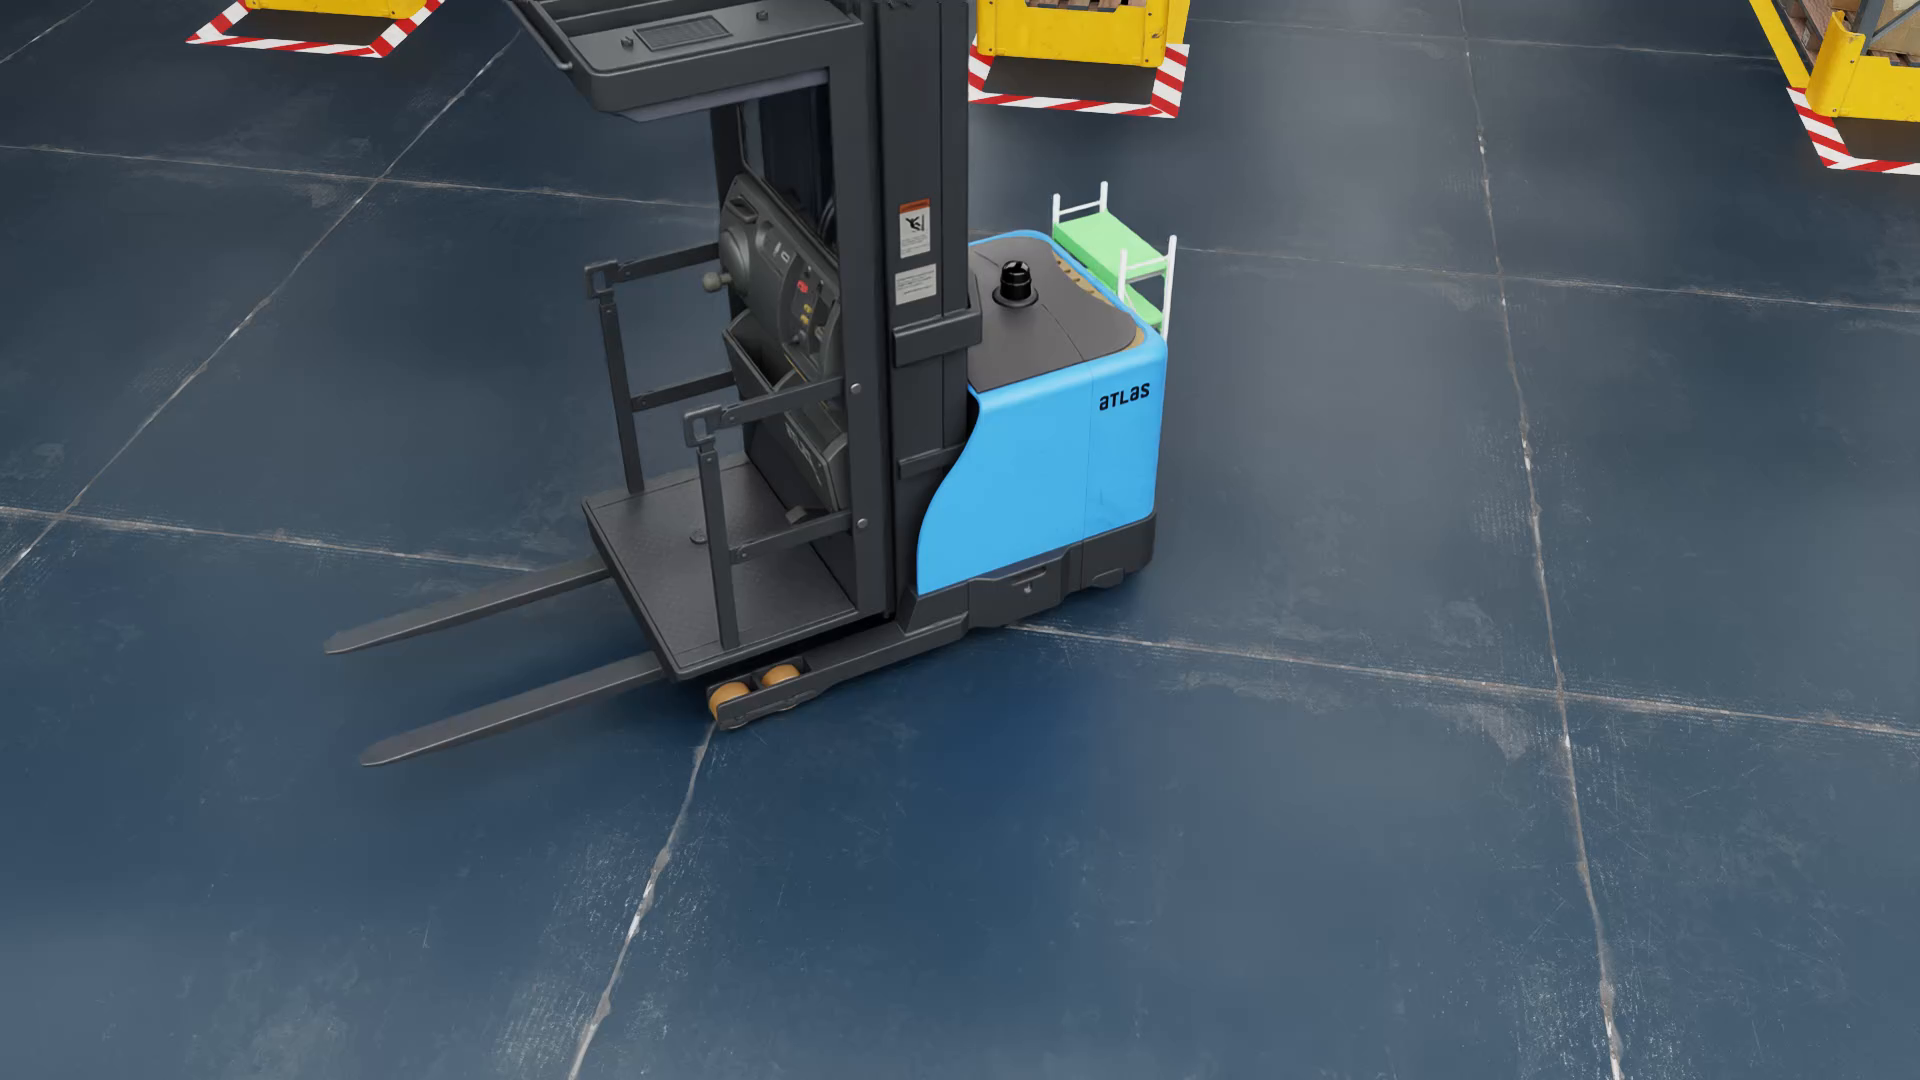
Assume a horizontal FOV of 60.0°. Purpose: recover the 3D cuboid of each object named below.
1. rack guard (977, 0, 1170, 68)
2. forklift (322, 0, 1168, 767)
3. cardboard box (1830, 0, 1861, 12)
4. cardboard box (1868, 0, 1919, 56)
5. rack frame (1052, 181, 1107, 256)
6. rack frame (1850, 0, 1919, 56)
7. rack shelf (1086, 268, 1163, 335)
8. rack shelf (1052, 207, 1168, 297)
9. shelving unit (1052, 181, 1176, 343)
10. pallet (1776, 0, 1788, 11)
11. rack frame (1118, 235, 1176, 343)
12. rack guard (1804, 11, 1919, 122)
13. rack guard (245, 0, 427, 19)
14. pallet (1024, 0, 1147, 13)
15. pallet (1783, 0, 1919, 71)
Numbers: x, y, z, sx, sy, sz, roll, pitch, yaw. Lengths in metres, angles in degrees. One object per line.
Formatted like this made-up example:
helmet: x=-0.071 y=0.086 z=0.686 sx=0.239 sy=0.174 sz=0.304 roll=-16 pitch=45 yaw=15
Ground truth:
rack guard: x=0.701 y=-3.281 z=10.326 sx=1.175 sy=0.500 sz=0.348 roll=6 pitch=40 yaw=8
forklift: x=-0.787 y=-0.844 z=5.470 sx=3.031 sy=2.935 sz=1.130 roll=-18 pitch=43 yaw=-21
cardboard box: x=5.807 y=-3.613 z=10.398 sx=0.500 sy=0.500 sz=0.500 roll=17 pitch=42 yaw=19
cardboard box: x=5.737 y=-3.234 z=9.940 sx=0.500 sy=0.500 sz=0.500 roll=14 pitch=41 yaw=16
rack frame: x=0.474 y=-0.919 z=6.919 sx=0.240 sy=1.200 sz=0.015 roll=-19 pitch=43 yaw=-21
rack frame: x=5.613 y=-3.645 z=8.805 sx=1.000 sy=3.000 sz=0.127 roll=6 pitch=40 yaw=8
rack shelf: x=0.589 y=-0.917 z=6.641 sx=0.258 sy=0.148 sz=0.480 roll=-19 pitch=43 yaw=-21
rack shelf: x=0.589 y=-1.102 z=6.488 sx=0.258 sy=0.148 sz=0.480 roll=-19 pitch=43 yaw=-21
shelving unit: x=0.589 y=-0.781 z=6.753 sx=0.258 sy=1.200 sz=0.503 roll=-19 pitch=43 yaw=-21
pallet: x=6.015 y=-3.888 z=11.287 sx=1.003 sy=0.211 sz=1.213 roll=6 pitch=40 yaw=8
rack frame: x=0.704 y=-0.644 z=6.587 sx=0.240 sy=1.200 sz=0.015 roll=-19 pitch=43 yaw=-21
rack guard: x=5.626 y=-2.730 z=9.659 sx=1.175 sy=0.500 sz=0.348 roll=6 pitch=40 yaw=8
rack guard: x=-4.148 y=-3.762 z=10.907 sx=1.175 sy=0.500 sz=0.348 roll=6 pitch=40 yaw=8
pallet: x=0.847 y=-3.679 z=11.034 sx=1.003 sy=0.211 sz=1.213 roll=6 pitch=40 yaw=8
pallet: x=5.801 y=-3.124 z=10.363 sx=1.003 sy=0.211 sz=1.213 roll=6 pitch=40 yaw=8
